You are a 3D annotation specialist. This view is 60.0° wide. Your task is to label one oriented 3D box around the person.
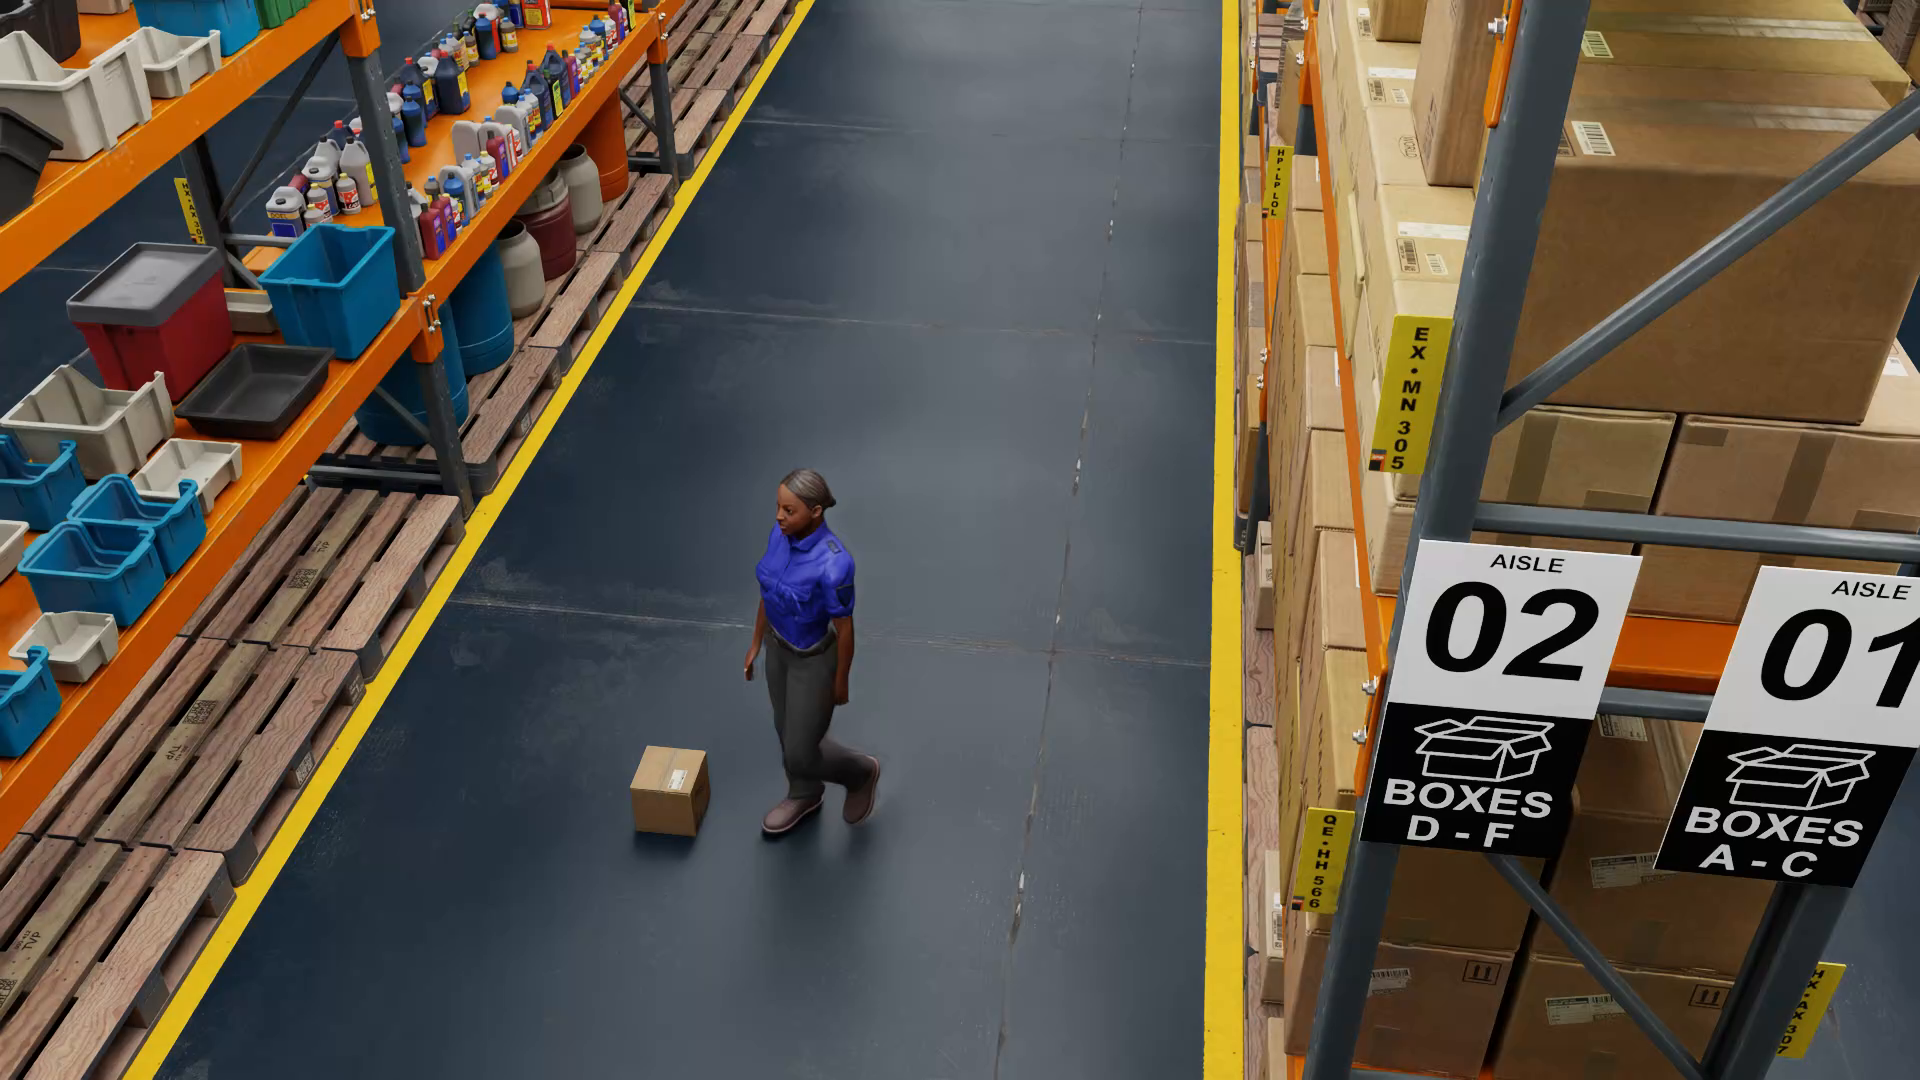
[{"bbox_3d":[-0.595,0.456,6.403,0.482,1.648,0.454,-25,43,-30],"label":"person"}]
